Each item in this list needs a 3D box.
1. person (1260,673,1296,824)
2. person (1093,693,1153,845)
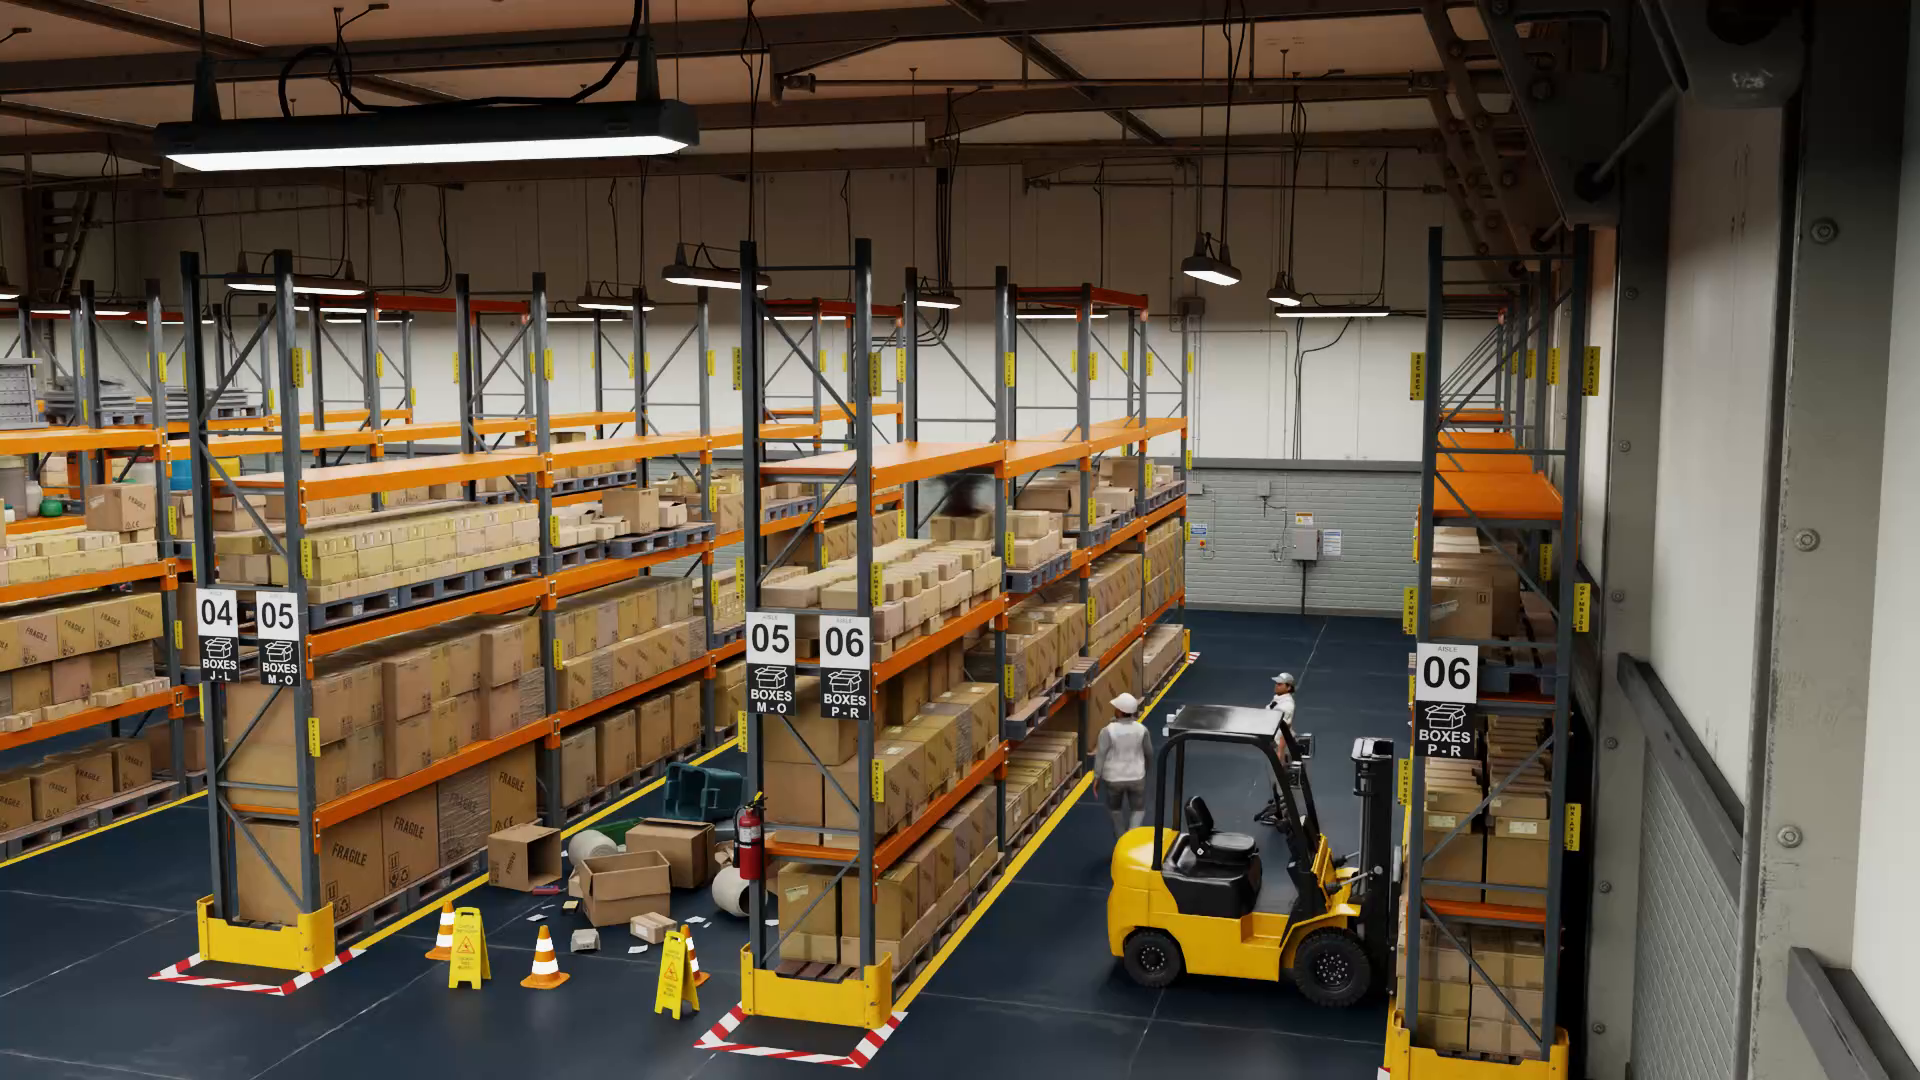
[{"bbox_3d":[3.516,2.292,18.379,0.392,1.657,0.560,2,7,21],"label":"person"},{"bbox_3d":[1.660,2.421,17.003,0.654,1.739,0.660,0,6,-4],"label":"person"}]
